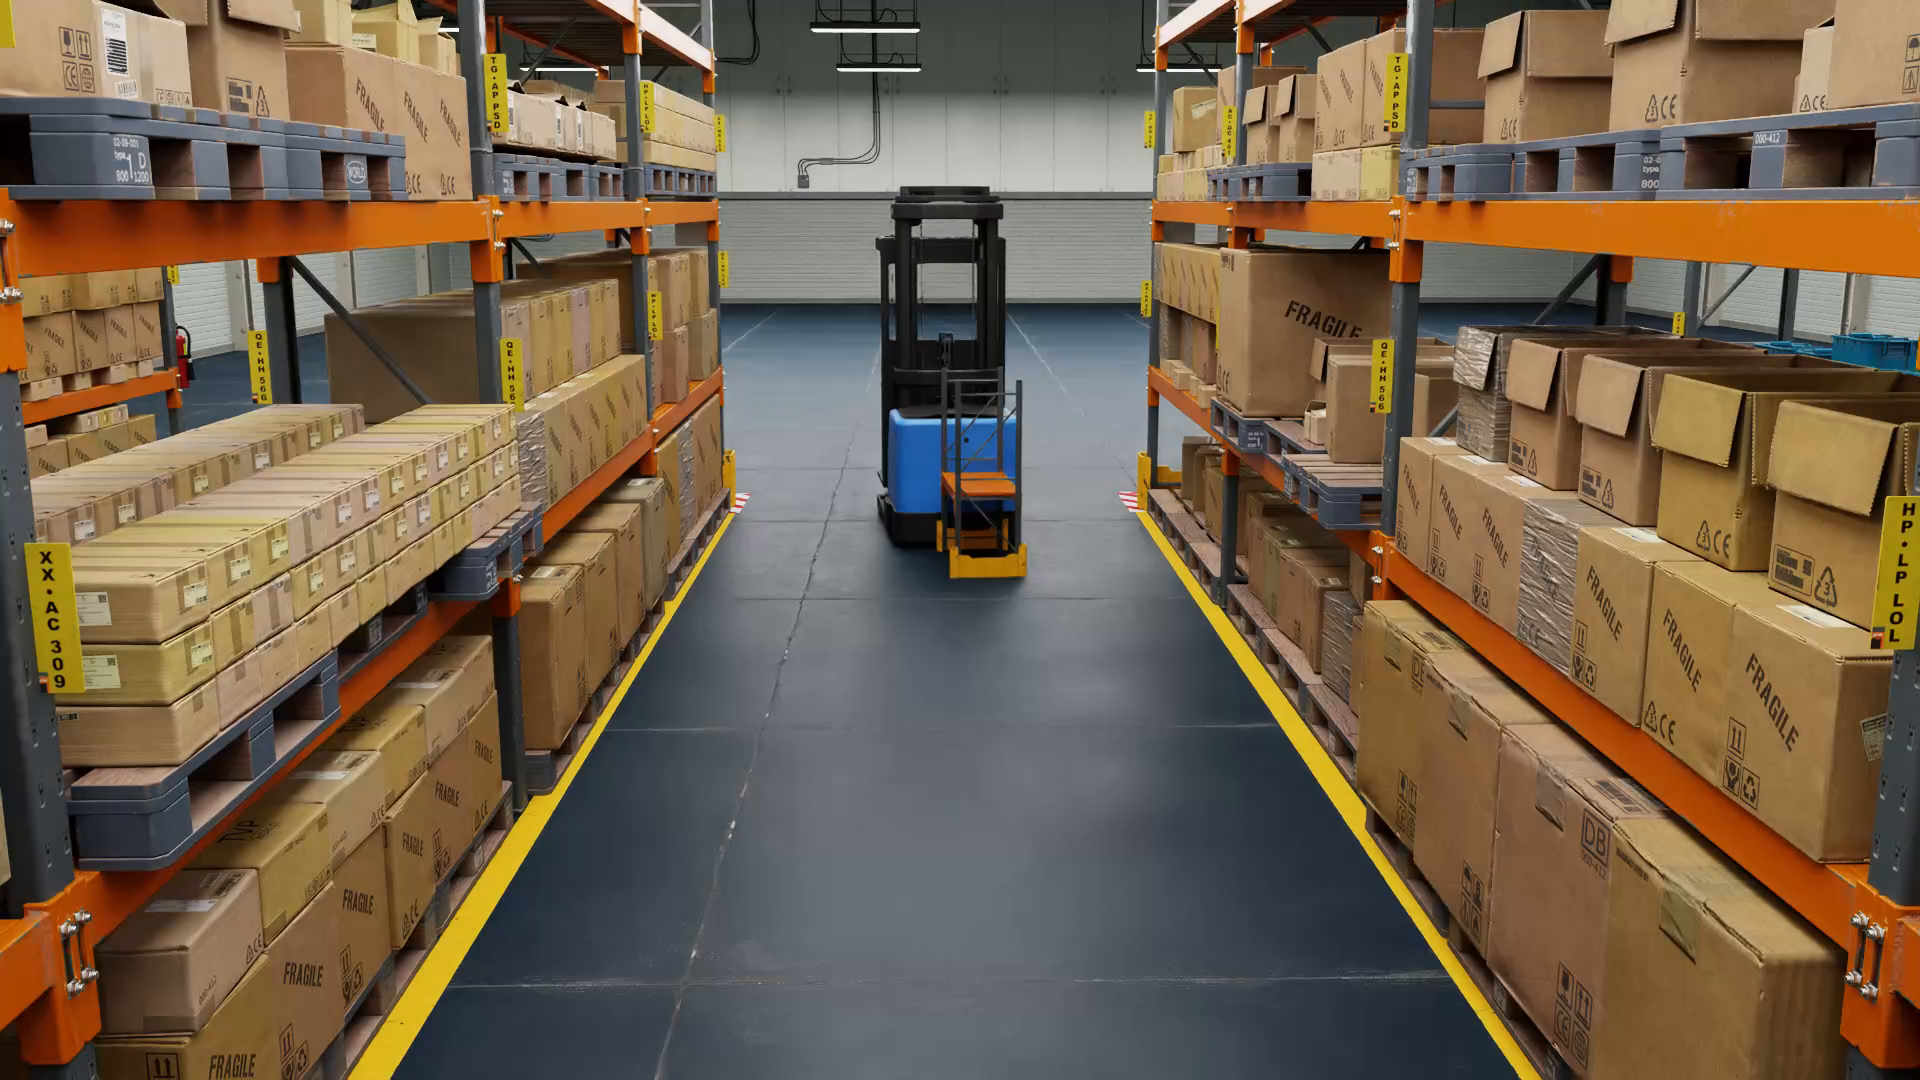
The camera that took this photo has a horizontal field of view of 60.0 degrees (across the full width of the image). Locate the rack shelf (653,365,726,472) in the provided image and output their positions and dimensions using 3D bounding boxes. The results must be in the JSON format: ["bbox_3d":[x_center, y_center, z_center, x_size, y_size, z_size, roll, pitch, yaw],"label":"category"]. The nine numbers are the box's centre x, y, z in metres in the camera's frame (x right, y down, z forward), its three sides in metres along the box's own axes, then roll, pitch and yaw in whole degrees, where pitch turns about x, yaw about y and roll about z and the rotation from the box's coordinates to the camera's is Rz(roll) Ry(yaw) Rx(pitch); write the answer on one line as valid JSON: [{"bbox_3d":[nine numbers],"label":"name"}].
[{"bbox_3d":[-2.667,-1.041,13.455,1.077,0.370,4.000,0,11,-1],"label":"rack shelf"}]

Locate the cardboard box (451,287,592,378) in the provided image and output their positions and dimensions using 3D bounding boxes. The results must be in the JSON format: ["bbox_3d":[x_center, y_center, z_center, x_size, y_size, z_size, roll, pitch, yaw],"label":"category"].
[{"bbox_3d":[-2.586,-1.234,9.829,0.700,0.500,0.500,0,11,-1],"label":"cardboard box"}]

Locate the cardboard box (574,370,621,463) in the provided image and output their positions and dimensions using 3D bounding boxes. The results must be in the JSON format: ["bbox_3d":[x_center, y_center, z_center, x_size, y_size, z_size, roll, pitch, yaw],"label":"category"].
[{"bbox_3d":[-2.326,-0.741,9.917,0.500,0.500,0.500,0,11,-1],"label":"cardboard box"}]

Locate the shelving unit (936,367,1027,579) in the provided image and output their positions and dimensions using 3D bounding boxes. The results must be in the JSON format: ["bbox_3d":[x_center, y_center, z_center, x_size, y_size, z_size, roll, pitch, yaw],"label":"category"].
[{"bbox_3d":[0.157,-0.550,12.999,0.587,1.500,1.083,-1,12,-6],"label":"shelving unit"}]

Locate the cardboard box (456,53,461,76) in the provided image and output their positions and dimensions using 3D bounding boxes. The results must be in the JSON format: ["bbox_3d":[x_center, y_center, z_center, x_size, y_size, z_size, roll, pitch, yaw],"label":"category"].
[{"bbox_3d":[-2.859,-2.319,8.842,0.500,0.500,0.500,0,11,-1],"label":"cardboard box"}]

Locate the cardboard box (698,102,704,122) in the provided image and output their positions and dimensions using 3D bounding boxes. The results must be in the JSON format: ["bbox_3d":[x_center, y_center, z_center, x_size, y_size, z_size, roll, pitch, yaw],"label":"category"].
[{"bbox_3d":[-2.346,-3.566,13.866,0.380,0.149,0.250,0,11,0],"label":"cardboard box"}]

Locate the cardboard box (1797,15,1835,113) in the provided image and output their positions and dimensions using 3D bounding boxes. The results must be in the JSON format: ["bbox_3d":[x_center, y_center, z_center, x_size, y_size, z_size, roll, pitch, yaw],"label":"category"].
[{"bbox_3d":[2.568,-1.257,4.332,0.500,0.311,0.500,-1,11,-3],"label":"cardboard box"}]

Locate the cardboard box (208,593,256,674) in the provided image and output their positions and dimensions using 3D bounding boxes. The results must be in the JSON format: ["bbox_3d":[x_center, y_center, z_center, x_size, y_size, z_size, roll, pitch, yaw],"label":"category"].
[{"bbox_3d":[-2.016,0.234,4.188,0.380,0.149,0.250,0,11,-2],"label":"cardboard box"}]

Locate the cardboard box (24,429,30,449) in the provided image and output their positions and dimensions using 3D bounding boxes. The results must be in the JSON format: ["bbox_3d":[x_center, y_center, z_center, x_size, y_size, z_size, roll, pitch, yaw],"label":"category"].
[{"bbox_3d":[-7.269,-0.745,12.528,0.380,0.149,0.250,0,11,1],"label":"cardboard box"}]

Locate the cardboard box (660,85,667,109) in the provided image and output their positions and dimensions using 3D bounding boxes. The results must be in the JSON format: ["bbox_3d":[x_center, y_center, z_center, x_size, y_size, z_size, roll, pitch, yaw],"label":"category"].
[{"bbox_3d":[-2.304,-3.163,11.881,0.380,0.149,0.250,0,11,-2],"label":"cardboard box"}]

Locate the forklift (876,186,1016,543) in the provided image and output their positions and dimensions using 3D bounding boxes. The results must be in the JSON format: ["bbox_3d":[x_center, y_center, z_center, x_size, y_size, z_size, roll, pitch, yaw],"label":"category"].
[{"bbox_3d":[-0.175,-1.657,14.854,1.130,2.935,3.031,-1,12,-6],"label":"forklift"}]

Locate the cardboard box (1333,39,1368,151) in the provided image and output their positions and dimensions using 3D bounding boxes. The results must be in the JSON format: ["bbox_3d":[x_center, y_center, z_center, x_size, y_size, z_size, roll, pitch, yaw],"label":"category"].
[{"bbox_3d":[2.137,-2.161,8.112,0.500,0.500,0.500,0,11,-1],"label":"cardboard box"}]

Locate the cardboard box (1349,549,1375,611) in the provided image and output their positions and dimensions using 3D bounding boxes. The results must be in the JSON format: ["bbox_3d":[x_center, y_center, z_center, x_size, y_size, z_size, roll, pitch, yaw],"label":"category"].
[{"bbox_3d":[2.353,0.202,8.811,0.500,0.250,0.500,1,12,5],"label":"cardboard box"}]

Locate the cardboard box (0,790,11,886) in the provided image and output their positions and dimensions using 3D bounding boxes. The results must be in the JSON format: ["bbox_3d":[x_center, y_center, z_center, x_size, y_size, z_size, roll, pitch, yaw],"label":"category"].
[{"bbox_3d":[-2.168,0.495,3.077,0.500,0.500,0.500,0,11,-1],"label":"cardboard box"}]

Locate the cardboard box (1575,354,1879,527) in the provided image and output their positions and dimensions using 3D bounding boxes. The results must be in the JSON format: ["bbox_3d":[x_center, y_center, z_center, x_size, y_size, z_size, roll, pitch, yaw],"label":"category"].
[{"bbox_3d":[2.448,-0.333,5.384,0.797,0.503,0.637,0,11,1],"label":"cardboard box"}]

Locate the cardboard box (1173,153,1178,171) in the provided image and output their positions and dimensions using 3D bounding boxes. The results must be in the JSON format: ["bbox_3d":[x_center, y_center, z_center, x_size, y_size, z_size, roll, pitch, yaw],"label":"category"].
[{"bbox_3d":[1.999,-3.171,13.977,0.380,0.149,0.250,0,11,1],"label":"cardboard box"}]

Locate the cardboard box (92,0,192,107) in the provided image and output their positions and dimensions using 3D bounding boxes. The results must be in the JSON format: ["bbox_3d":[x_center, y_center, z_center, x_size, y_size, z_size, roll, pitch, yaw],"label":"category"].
[{"bbox_3d":[-2.268,-1.214,4.120,0.500,0.311,0.500,0,11,-2],"label":"cardboard box"}]

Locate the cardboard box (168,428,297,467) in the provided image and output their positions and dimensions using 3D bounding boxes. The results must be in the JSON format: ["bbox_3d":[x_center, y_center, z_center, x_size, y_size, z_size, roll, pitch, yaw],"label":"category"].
[{"bbox_3d":[-2.713,-0.327,6.208,0.380,0.149,0.250,-1,11,-4],"label":"cardboard box"}]

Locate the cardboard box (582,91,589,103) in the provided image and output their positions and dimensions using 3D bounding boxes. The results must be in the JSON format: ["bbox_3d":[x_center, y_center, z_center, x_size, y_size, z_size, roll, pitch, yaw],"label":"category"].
[{"bbox_3d":[-2.973,-3.261,12.364,0.380,0.149,0.250,0,11,-1],"label":"cardboard box"}]

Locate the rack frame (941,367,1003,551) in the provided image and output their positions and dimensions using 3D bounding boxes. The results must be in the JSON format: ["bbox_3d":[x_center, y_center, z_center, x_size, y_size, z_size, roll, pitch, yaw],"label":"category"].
[{"bbox_3d":[0.099,-0.652,13.503,0.500,1.500,0.032,-1,12,-6],"label":"rack frame"}]

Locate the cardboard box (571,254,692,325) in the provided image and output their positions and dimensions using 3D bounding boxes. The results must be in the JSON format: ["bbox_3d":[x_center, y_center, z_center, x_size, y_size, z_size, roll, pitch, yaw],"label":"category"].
[{"bbox_3d":[-2.619,-1.994,13.251,0.875,0.550,0.500,0,11,-1],"label":"cardboard box"}]

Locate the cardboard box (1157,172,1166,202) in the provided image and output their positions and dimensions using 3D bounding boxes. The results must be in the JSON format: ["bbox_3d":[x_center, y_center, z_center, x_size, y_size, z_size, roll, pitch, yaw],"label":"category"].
[{"bbox_3d":[2.005,-3.091,14.584,0.500,0.250,0.500,0,11,1],"label":"cardboard box"}]

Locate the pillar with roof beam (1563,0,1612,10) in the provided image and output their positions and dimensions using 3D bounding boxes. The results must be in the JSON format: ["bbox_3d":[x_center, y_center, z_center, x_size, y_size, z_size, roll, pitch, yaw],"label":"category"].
[{"bbox_3d":[13.065,-10.603,43.688,9.100,9.000,0.548,0,11,-1],"label":"pillar with roof beam"}]

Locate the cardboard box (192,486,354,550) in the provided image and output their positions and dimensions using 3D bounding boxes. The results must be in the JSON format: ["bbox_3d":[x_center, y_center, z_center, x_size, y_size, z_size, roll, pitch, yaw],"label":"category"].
[{"bbox_3d":[-2.031,-0.067,4.924,0.380,0.149,0.250,0,11,-2],"label":"cardboard box"}]

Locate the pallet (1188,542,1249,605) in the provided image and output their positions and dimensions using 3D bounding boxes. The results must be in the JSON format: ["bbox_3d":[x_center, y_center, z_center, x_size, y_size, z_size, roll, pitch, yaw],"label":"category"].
[{"bbox_3d":[2.286,0.237,12.359,1.003,0.211,1.213,0,11,-1],"label":"pallet"}]

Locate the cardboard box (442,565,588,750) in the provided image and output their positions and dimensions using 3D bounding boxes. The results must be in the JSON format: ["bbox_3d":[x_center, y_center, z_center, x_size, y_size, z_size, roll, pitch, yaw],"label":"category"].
[{"bbox_3d":[-2.465,0.575,8.285,1.050,0.750,0.750,0,11,-2],"label":"cardboard box"}]

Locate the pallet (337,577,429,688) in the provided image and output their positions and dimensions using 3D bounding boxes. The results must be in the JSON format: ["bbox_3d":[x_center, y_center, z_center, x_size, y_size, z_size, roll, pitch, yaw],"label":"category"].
[{"bbox_3d":[-2.461,0.287,5.584,1.003,0.211,1.213,0,11,-1],"label":"pallet"}]

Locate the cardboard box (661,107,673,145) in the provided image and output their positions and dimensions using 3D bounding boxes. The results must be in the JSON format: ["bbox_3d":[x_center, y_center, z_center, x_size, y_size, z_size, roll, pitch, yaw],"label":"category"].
[{"bbox_3d":[-2.367,-2.992,12.038,0.500,0.250,0.500,0,11,-2],"label":"cardboard box"}]

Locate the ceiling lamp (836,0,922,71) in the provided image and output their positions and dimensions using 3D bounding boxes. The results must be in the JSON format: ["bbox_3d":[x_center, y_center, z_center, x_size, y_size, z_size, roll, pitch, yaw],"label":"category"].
[{"bbox_3d":[-1.907,-12.633,39.017,2.000,3.185,0.800,0,11,-1],"label":"ceiling lamp"}]

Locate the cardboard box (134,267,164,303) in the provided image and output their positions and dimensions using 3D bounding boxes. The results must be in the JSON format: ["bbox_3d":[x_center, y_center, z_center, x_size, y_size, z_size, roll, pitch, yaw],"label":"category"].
[{"bbox_3d":[-7.426,-2.335,14.508,0.700,0.500,0.500,-1,11,-3],"label":"cardboard box"}]

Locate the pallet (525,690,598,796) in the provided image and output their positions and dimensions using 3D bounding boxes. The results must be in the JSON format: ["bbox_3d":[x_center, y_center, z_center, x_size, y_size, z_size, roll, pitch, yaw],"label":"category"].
[{"bbox_3d":[-2.484,1.009,8.555,1.003,0.211,1.213,0,11,-1],"label":"pallet"}]

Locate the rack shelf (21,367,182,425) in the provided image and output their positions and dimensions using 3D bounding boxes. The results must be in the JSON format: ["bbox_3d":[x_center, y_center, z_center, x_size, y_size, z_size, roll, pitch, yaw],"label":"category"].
[{"bbox_3d":[-7.613,-1.000,13.255,1.077,0.370,4.000,0,11,-1],"label":"rack shelf"}]

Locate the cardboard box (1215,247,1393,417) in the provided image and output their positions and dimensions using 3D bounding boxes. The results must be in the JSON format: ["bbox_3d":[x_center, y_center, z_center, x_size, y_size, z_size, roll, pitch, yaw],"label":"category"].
[{"bbox_3d":[2.212,-1.337,10.542,1.000,1.000,1.000,0,11,-1],"label":"cardboard box"}]

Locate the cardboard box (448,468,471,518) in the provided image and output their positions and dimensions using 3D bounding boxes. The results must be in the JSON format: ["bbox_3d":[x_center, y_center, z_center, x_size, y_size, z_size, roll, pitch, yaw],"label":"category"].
[{"bbox_3d":[-2.057,-0.178,6.219,0.380,0.149,0.250,0,11,-1],"label":"cardboard box"}]

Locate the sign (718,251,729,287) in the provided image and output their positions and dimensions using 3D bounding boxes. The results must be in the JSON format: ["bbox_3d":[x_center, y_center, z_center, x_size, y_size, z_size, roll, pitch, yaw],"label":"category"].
[{"bbox_3d":[-2.165,-2.474,15.201,0.100,0.325,0.005,0,11,-1],"label":"sign"}]

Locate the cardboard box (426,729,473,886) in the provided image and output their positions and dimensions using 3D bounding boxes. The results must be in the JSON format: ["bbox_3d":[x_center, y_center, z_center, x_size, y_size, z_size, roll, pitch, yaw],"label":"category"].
[{"bbox_3d":[-2.261,1.051,6.563,0.500,0.500,0.500,0,11,1],"label":"cardboard box"}]

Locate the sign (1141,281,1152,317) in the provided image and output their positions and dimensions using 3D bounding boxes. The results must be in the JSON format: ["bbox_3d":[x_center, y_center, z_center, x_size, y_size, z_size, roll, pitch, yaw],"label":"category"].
[{"bbox_3d":[1.711,-2.213,15.247,0.100,0.325,0.005,0,11,-1],"label":"sign"}]

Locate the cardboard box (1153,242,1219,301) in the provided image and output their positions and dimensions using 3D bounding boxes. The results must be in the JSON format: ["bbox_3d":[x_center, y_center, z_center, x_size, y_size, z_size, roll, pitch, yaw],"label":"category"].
[{"bbox_3d":[1.992,-2.366,14.661,0.500,0.500,0.500,0,11,-1],"label":"cardboard box"}]

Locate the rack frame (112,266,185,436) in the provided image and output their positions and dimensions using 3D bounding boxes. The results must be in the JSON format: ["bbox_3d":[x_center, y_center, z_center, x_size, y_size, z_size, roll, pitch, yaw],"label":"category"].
[{"bbox_3d":[-7.655,-1.751,15.144,1.000,3.000,0.127,0,11,-1],"label":"rack frame"}]

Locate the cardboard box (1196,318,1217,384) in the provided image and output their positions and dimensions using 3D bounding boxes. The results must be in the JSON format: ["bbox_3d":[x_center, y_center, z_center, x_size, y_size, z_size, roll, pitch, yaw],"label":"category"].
[{"bbox_3d":[2.302,-1.479,12.806,0.875,0.500,0.500,0,11,-1],"label":"cardboard box"}]

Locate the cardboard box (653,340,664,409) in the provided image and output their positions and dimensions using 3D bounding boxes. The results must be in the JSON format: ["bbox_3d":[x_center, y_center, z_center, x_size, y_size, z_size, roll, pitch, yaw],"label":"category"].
[{"bbox_3d":[-2.679,-1.252,12.308,0.875,0.550,0.550,0,11,-1],"label":"cardboard box"}]

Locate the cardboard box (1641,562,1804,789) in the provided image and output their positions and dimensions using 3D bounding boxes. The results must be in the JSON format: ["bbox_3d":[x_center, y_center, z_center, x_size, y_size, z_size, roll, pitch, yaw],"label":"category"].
[{"bbox_3d":[2.215,0.355,4.514,0.500,0.500,0.500,0,11,1],"label":"cardboard box"}]

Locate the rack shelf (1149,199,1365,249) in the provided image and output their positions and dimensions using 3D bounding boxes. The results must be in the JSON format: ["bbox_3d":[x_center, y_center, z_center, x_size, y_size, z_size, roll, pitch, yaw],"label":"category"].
[{"bbox_3d":[2.294,-2.511,13.158,1.077,0.370,4.000,0,11,-1],"label":"rack shelf"}]

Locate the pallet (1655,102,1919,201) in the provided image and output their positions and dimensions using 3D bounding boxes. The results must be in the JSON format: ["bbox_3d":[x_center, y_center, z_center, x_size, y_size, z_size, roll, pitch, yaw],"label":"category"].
[{"bbox_3d":[2.433,-0.964,4.204,0.805,0.209,1.217,-1,11,-3],"label":"pallet"}]

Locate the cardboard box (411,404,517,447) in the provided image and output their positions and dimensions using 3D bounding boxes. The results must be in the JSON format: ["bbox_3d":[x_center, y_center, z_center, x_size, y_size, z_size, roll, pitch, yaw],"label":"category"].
[{"bbox_3d":[-2.074,-0.479,6.957,0.380,0.149,0.250,-1,11,-3],"label":"cardboard box"}]

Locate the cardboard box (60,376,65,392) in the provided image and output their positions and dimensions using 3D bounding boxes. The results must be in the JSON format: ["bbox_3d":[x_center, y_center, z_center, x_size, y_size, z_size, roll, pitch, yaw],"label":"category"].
[{"bbox_3d":[-7.421,-1.250,13.308,0.380,0.149,0.250,0,11,-1],"label":"cardboard box"}]

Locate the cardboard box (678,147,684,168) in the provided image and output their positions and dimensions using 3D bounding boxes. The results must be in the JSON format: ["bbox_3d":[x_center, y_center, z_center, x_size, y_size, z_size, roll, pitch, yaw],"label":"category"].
[{"bbox_3d":[-2.321,-2.925,12.710,0.380,0.149,0.250,0,11,-1],"label":"cardboard box"}]

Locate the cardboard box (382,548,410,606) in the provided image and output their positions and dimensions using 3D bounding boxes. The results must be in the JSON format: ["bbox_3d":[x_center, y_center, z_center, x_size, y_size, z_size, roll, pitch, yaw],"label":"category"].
[{"bbox_3d":[-2.043,0.122,5.490,0.380,0.149,0.250,-1,11,-4],"label":"cardboard box"}]

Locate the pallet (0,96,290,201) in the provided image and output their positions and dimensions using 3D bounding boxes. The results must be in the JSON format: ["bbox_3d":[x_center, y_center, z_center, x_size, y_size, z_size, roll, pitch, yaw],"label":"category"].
[{"bbox_3d":[-2.366,-0.907,3.912,1.213,0.211,1.003,0,11,-1],"label":"pallet"}]

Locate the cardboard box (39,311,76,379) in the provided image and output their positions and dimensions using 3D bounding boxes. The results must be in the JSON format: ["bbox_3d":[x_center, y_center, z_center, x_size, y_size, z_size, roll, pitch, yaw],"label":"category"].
[{"bbox_3d":[-7.364,-1.539,13.100,0.500,0.500,0.500,0,11,0],"label":"cardboard box"}]

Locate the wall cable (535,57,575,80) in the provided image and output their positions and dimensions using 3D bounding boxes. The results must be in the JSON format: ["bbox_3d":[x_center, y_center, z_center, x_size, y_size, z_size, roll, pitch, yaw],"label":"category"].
[{"bbox_3d":[-10.158,-12.046,45.912,3.097,2.526,0.112,0,11,-1],"label":"wall cable"}]

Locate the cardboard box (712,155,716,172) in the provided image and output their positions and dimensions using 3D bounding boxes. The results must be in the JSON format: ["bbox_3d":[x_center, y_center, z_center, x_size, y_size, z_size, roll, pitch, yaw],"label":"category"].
[{"bbox_3d":[-2.362,-3.328,14.699,0.380,0.149,0.250,0,11,-1],"label":"cardboard box"}]
